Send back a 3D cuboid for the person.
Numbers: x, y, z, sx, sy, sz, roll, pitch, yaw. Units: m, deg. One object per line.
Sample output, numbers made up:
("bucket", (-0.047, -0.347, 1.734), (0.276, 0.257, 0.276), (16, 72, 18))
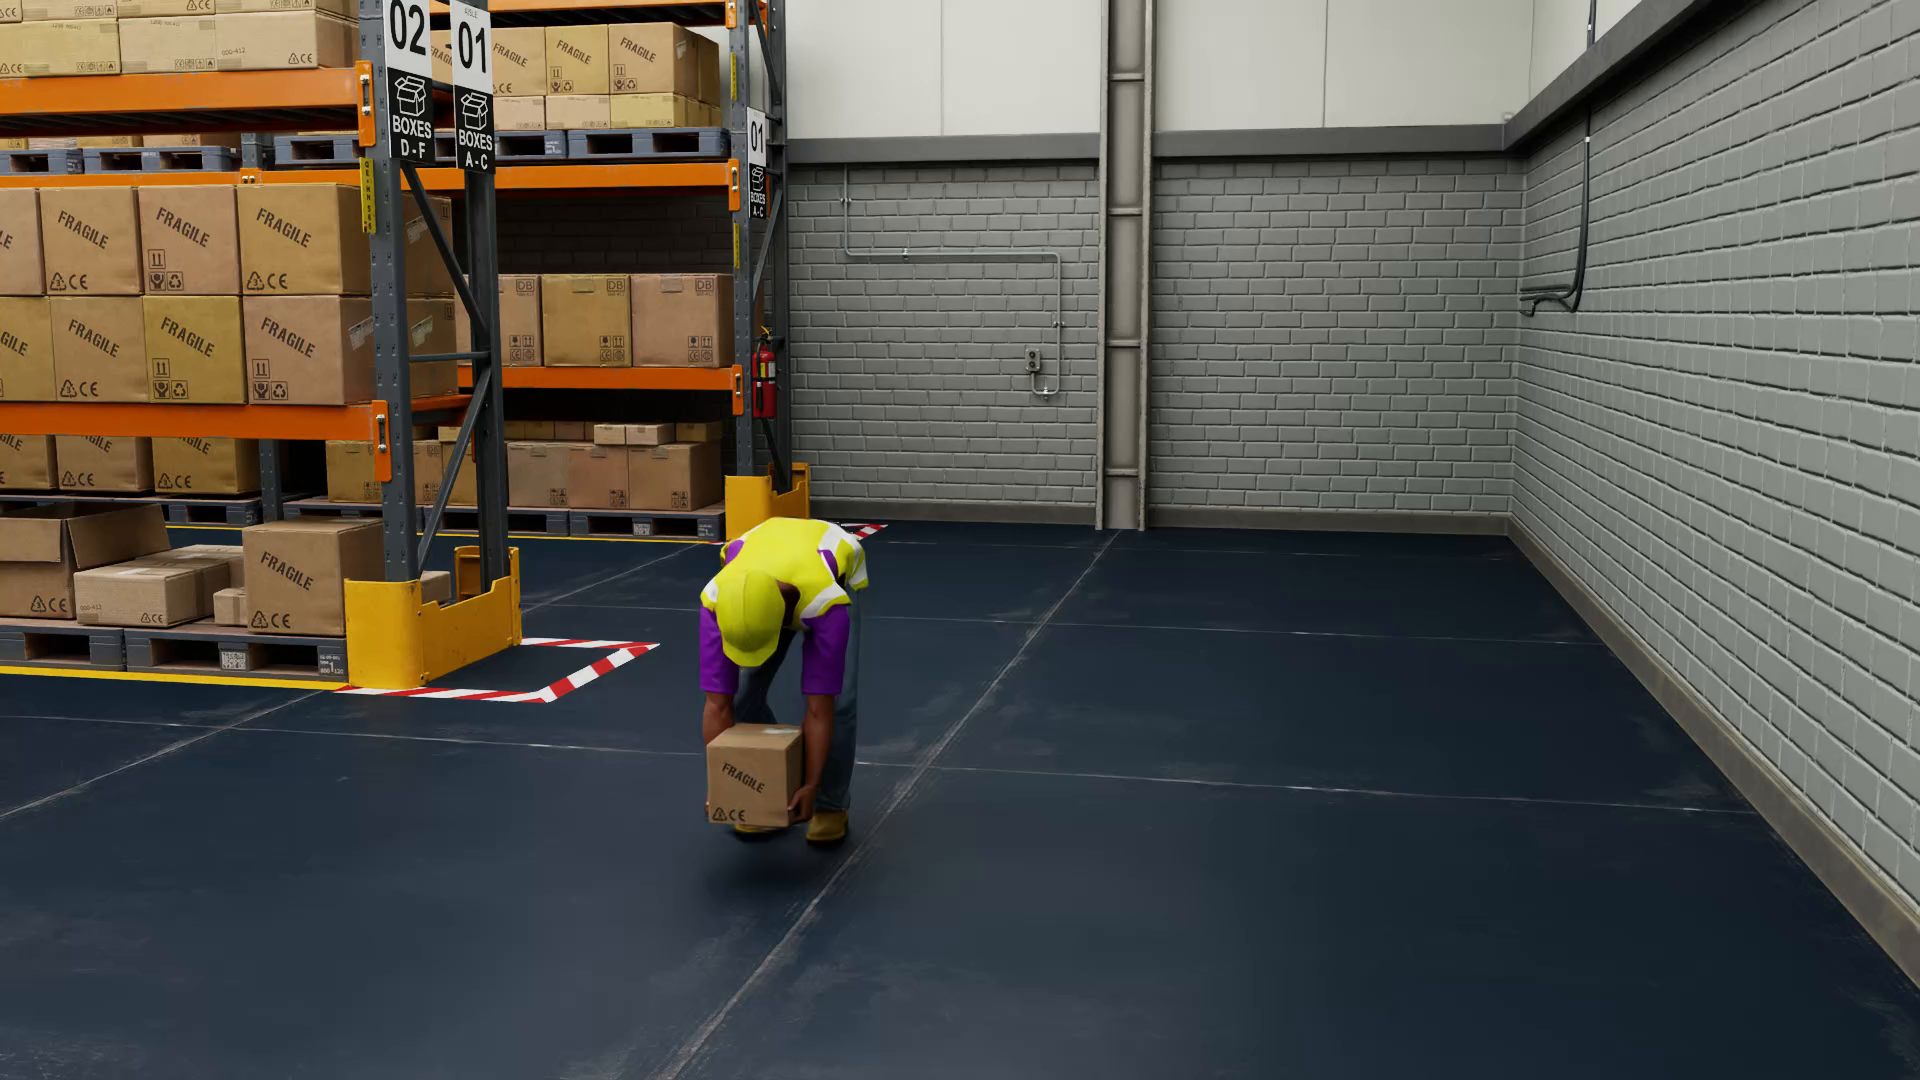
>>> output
("person", (-0.566, 0.479, 5.348), (0.490, 1.054, 0.981), (1, 8, 9))
